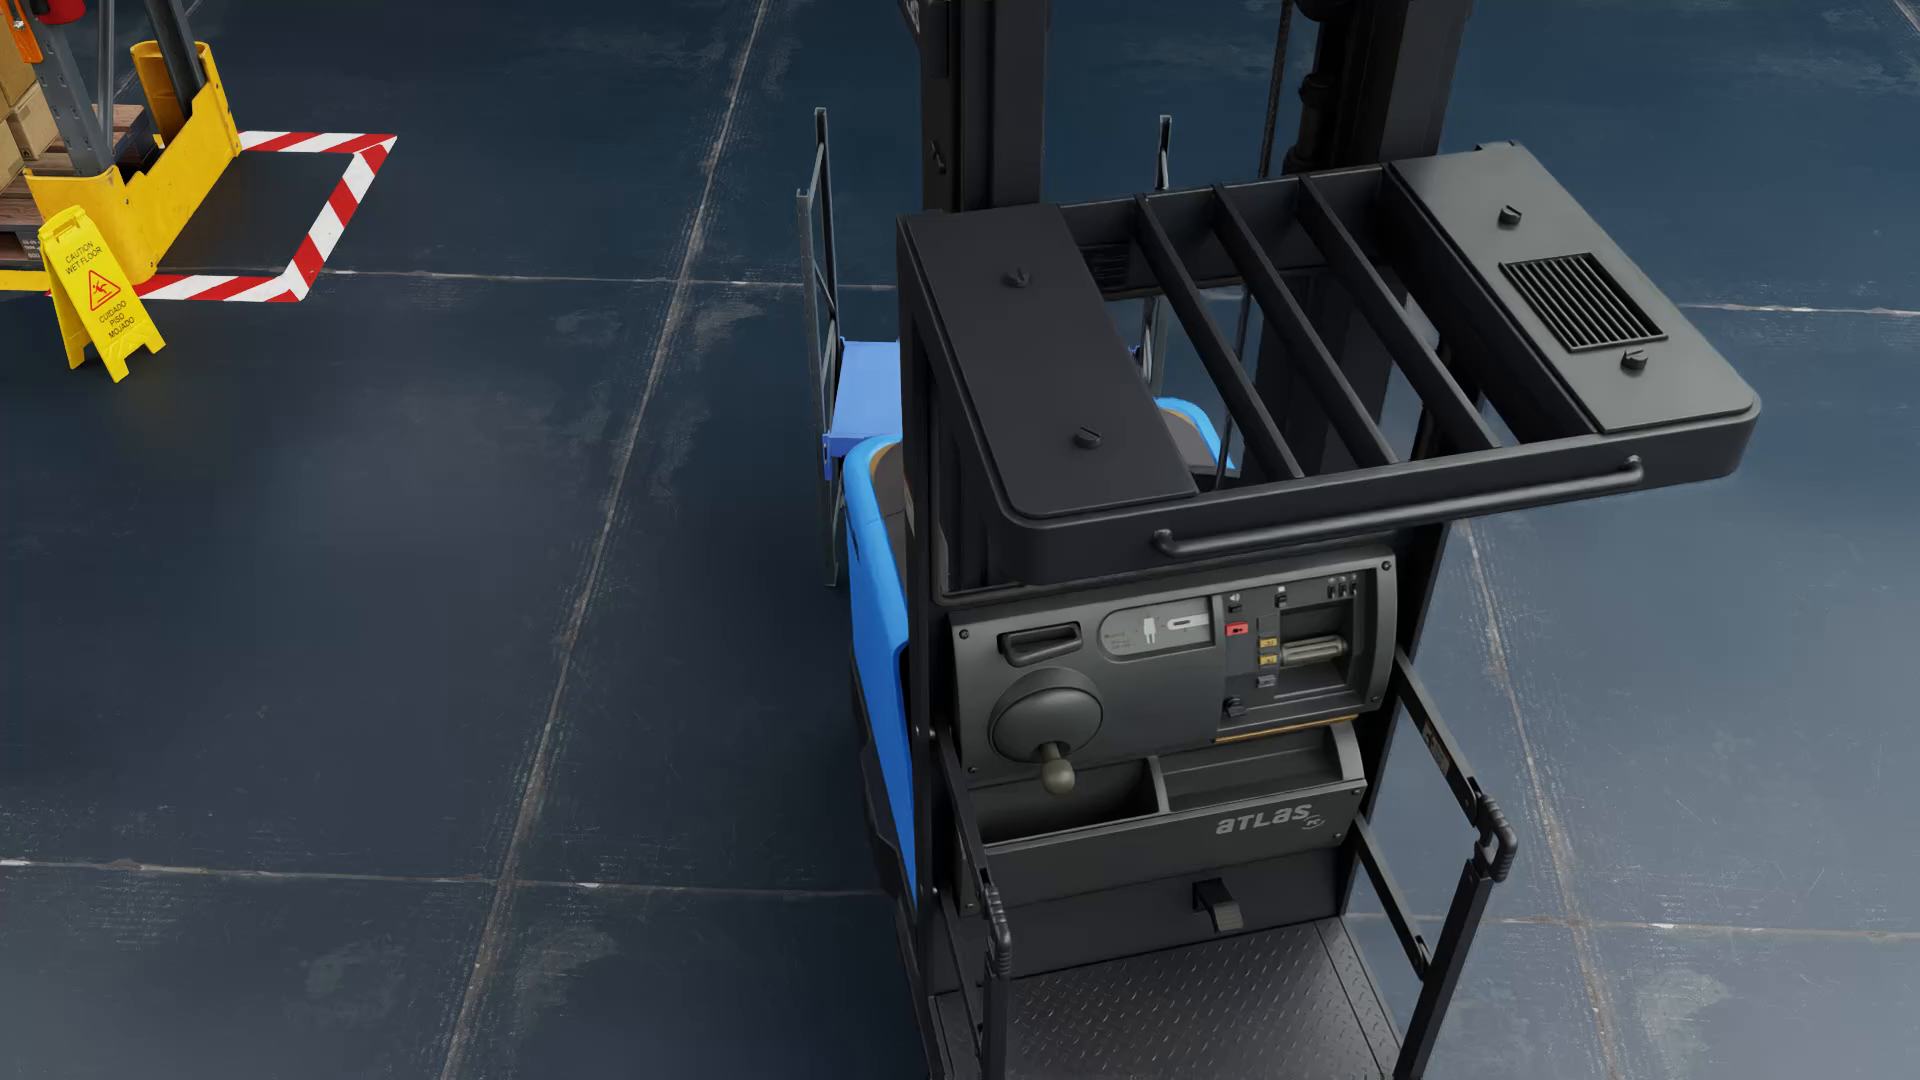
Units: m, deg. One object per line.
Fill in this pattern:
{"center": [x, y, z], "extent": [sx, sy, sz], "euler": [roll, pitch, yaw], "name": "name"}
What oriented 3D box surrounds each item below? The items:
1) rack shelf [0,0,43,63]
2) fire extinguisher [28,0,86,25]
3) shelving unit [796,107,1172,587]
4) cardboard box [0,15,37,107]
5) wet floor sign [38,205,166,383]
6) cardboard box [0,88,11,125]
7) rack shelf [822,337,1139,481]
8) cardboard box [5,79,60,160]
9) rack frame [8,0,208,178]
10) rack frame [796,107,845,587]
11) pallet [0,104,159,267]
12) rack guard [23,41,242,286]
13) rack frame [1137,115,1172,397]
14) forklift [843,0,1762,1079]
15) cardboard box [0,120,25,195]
{"center": [-5.438, -2.347, 6.597], "extent": [4.000, 0.370, 1.077], "euler": [2, 43, 2], "name": "rack shelf"}
{"center": [-3.347, -2.203, 5.971], "extent": [0.183, 0.674, 0.296], "euler": [2, 43, 2], "name": "fire extinguisher"}
{"center": [0.085, -0.546, 5.236], "extent": [1.048, 1.500, 0.538], "euler": [2, 43, 2], "name": "shelving unit"}
{"center": [-4.258, -2.184, 7.053], "extent": [0.500, 0.500, 0.500], "euler": [0, 43, 0], "name": "cardboard box"}
{"center": [-3.299, -0.953, 6.300], "extent": [0.232, 0.644, 0.267], "euler": [16, 45, 16], "name": "wet floor sign"}
{"center": [-4.253, -1.818, 6.660], "extent": [0.500, 0.500, 0.500], "euler": [2, 43, 2], "name": "cardboard box"}
{"center": [0.085, -0.415, 5.359], "extent": [1.000, 0.185, 0.538], "euler": [2, 43, 2], "name": "rack shelf"}
{"center": [-4.234, -1.910, 7.308], "extent": [0.500, 0.250, 0.500], "euler": [1, 43, 2], "name": "cardboard box"}
{"center": [-3.440, -2.549, 6.286], "extent": [0.127, 3.000, 1.000], "euler": [2, 43, 2], "name": "rack frame"}
{"center": [-0.423, -0.562, 5.253], "extent": [0.032, 1.500, 0.500], "euler": [2, 43, 2], "name": "rack frame"}
{"center": [-4.326, -1.580, 7.291], "extent": [1.213, 0.211, 1.003], "euler": [2, 43, 2], "name": "pallet"}
{"center": [-3.516, -1.637, 7.140], "extent": [0.348, 0.500, 1.175], "euler": [2, 43, 2], "name": "rack guard"}
{"center": [0.593, -0.531, 5.219], "extent": [0.032, 1.500, 0.500], "euler": [2, 43, 2], "name": "rack frame"}
{"center": [0.492, 0.352, 3.222], "extent": [1.130, 2.935, 3.031], "euler": [-9, 44, -9], "name": "forklift"}
{"center": [-4.284, -1.539, 6.910], "extent": [0.500, 0.250, 0.500], "euler": [2, 43, 2], "name": "cardboard box"}
